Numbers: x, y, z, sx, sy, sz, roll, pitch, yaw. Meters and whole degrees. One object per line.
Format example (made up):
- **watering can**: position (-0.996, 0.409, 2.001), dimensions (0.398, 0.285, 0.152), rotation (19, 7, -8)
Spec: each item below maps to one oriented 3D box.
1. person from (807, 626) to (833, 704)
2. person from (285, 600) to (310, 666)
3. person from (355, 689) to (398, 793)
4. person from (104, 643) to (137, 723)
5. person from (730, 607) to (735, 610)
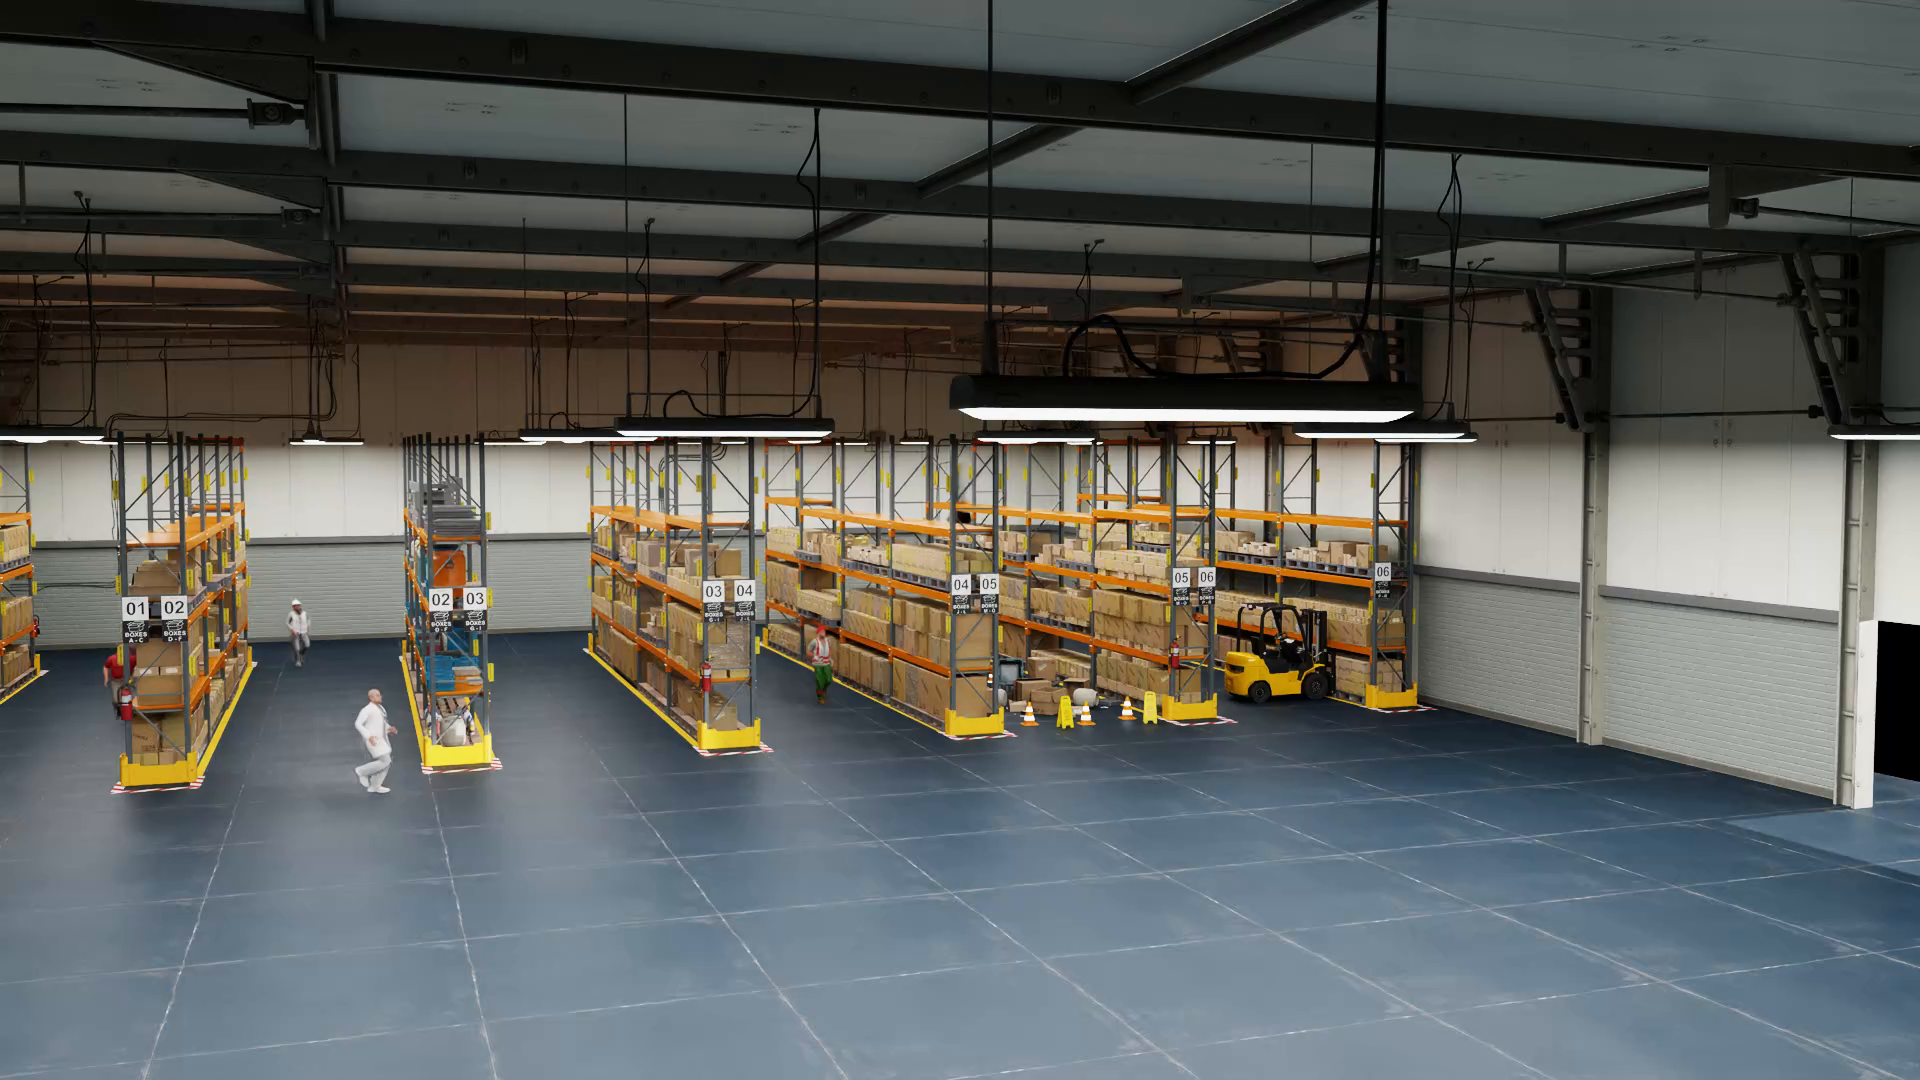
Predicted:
- **person**: position (-3.091, 2.795, 37.077), dimensions (0.635, 1.751, 0.615), rotation (-2, 4, -28)
- **person**: position (-17.293, 2.443, 43.548), dimensions (0.682, 1.739, 0.558), rotation (-3, 4, -41)
- **person**: position (-9.676, 3.336, 27.574), dimensions (0.648, 1.731, 0.720), rotation (0, 3, 5)
- **person**: position (-17.380, 2.975, 34.468), dimensions (0.651, 1.678, 0.631), rotation (-2, 4, -27)
- **person**: position (-6.827, 2.214, 48.593), dimensions (0.753, 1.744, 1.053), rotation (-1, 3, -14)
